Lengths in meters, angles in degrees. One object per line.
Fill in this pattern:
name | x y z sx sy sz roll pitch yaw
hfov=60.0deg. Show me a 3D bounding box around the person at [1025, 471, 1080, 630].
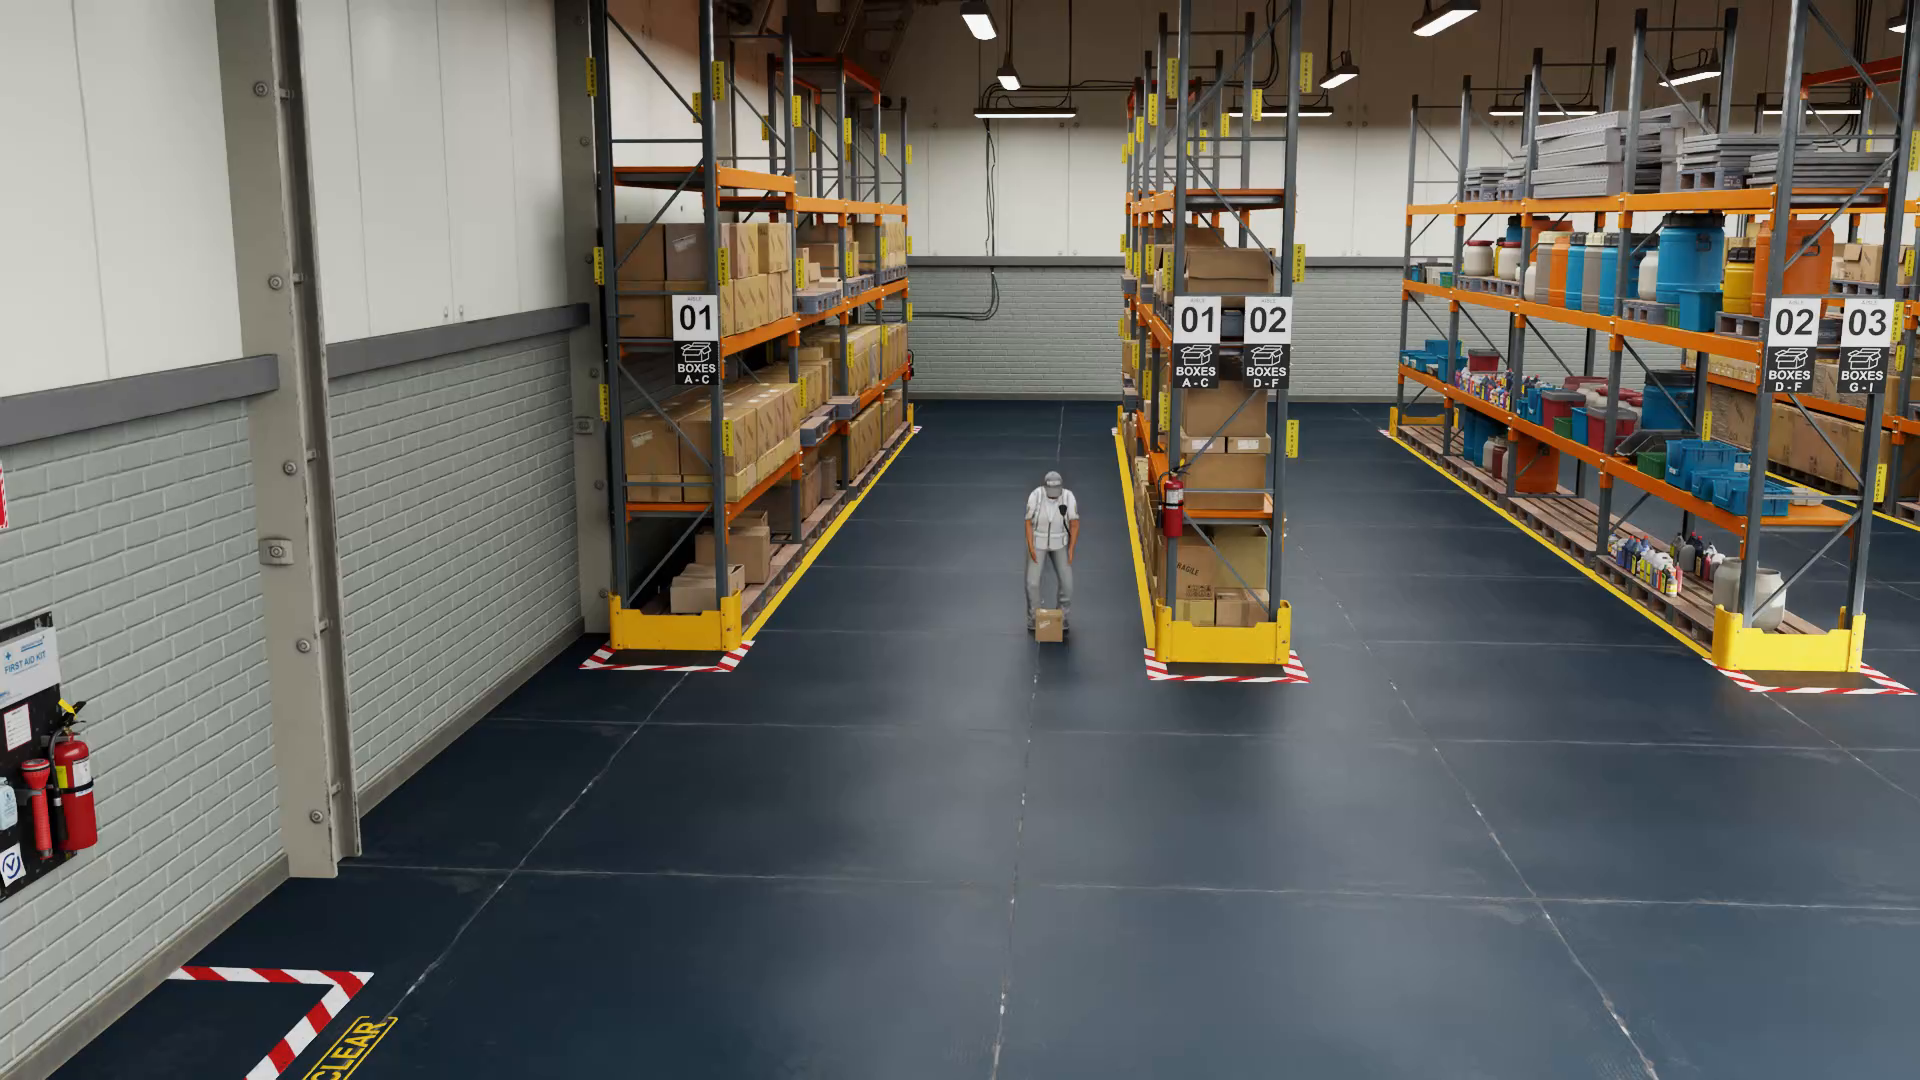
person | 0.876 0.088 15.830 0.519 1.541 0.591 1 11 4
